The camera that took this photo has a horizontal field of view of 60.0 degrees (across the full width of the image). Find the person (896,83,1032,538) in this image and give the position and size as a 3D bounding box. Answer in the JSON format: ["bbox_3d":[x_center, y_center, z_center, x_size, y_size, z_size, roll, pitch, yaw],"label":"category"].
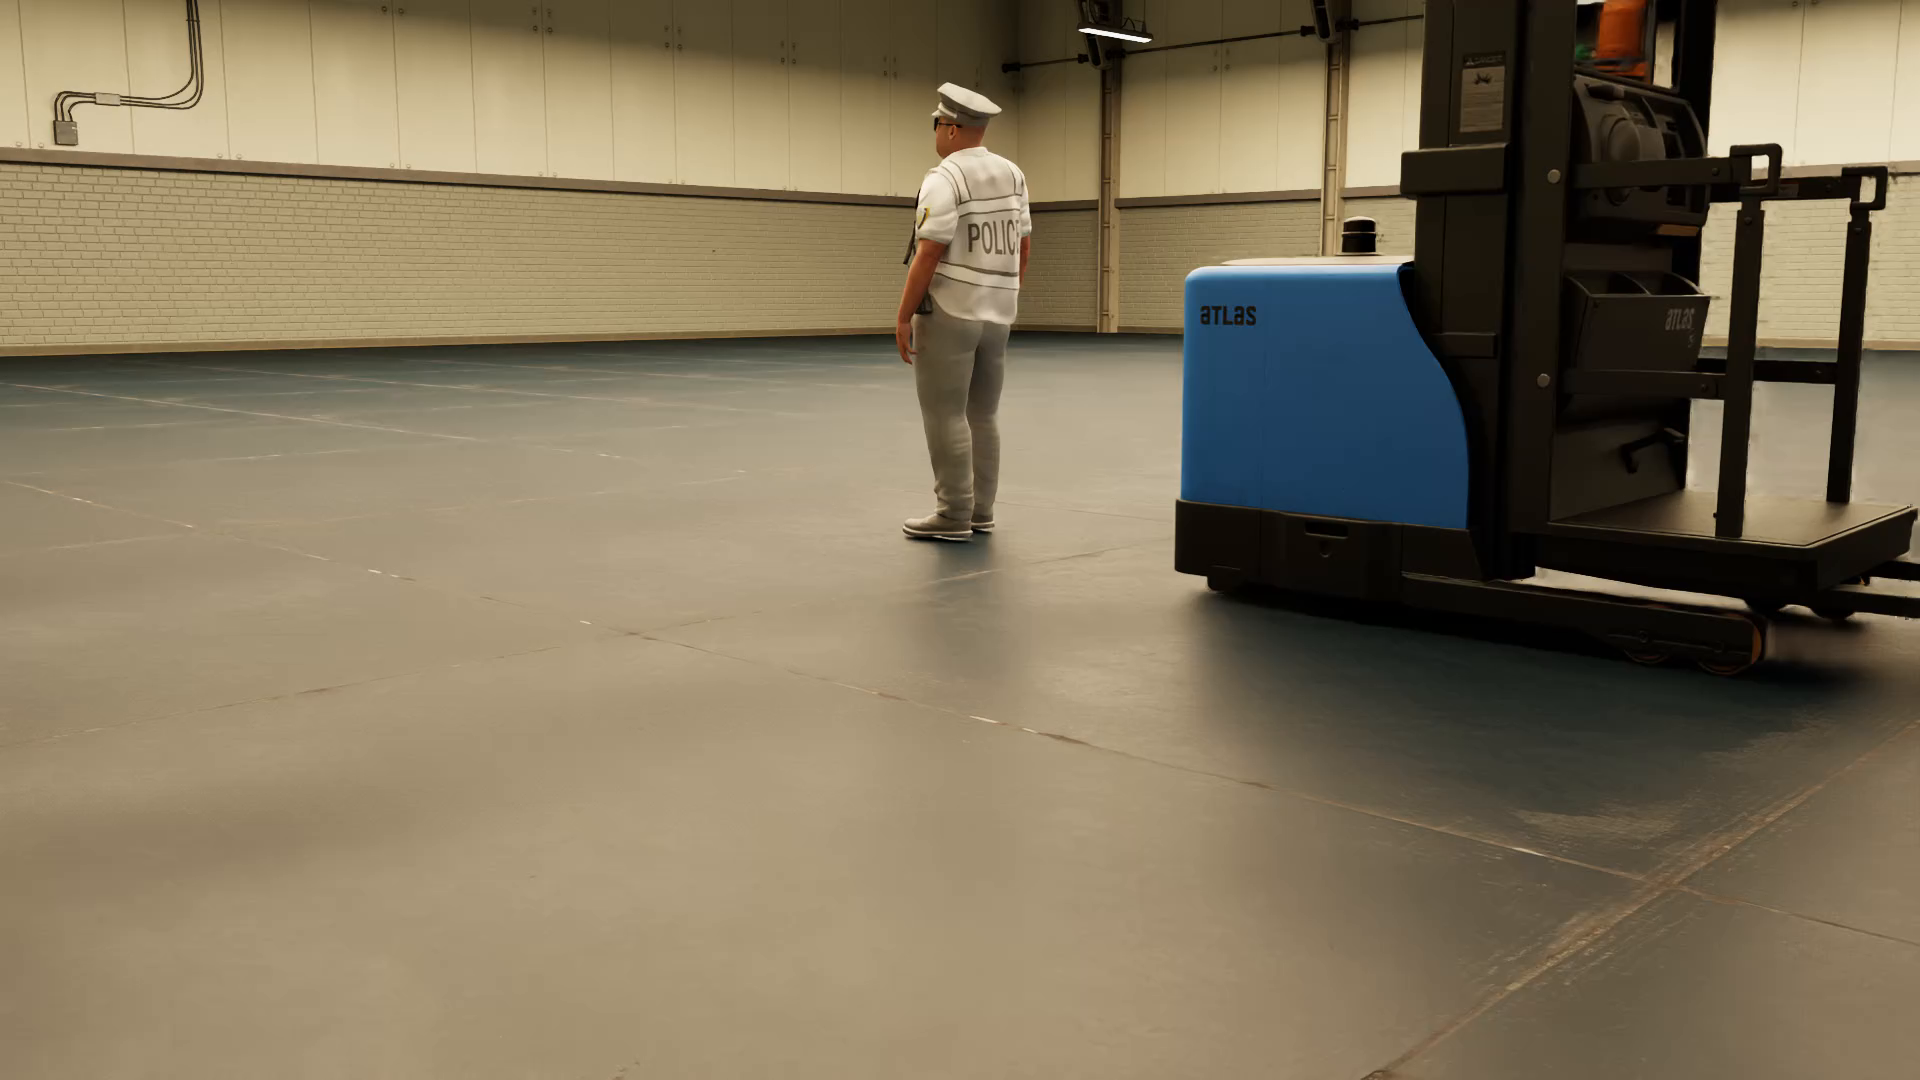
[{"bbox_3d":[-0.047,-0.898,6.645,0.575,1.781,0.640,8,12,43],"label":"person"}]

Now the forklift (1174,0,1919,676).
[{"bbox_3d":[2.146,-1.181,4.719,3.031,2.935,1.130,8,12,42],"label":"forklift"}]
